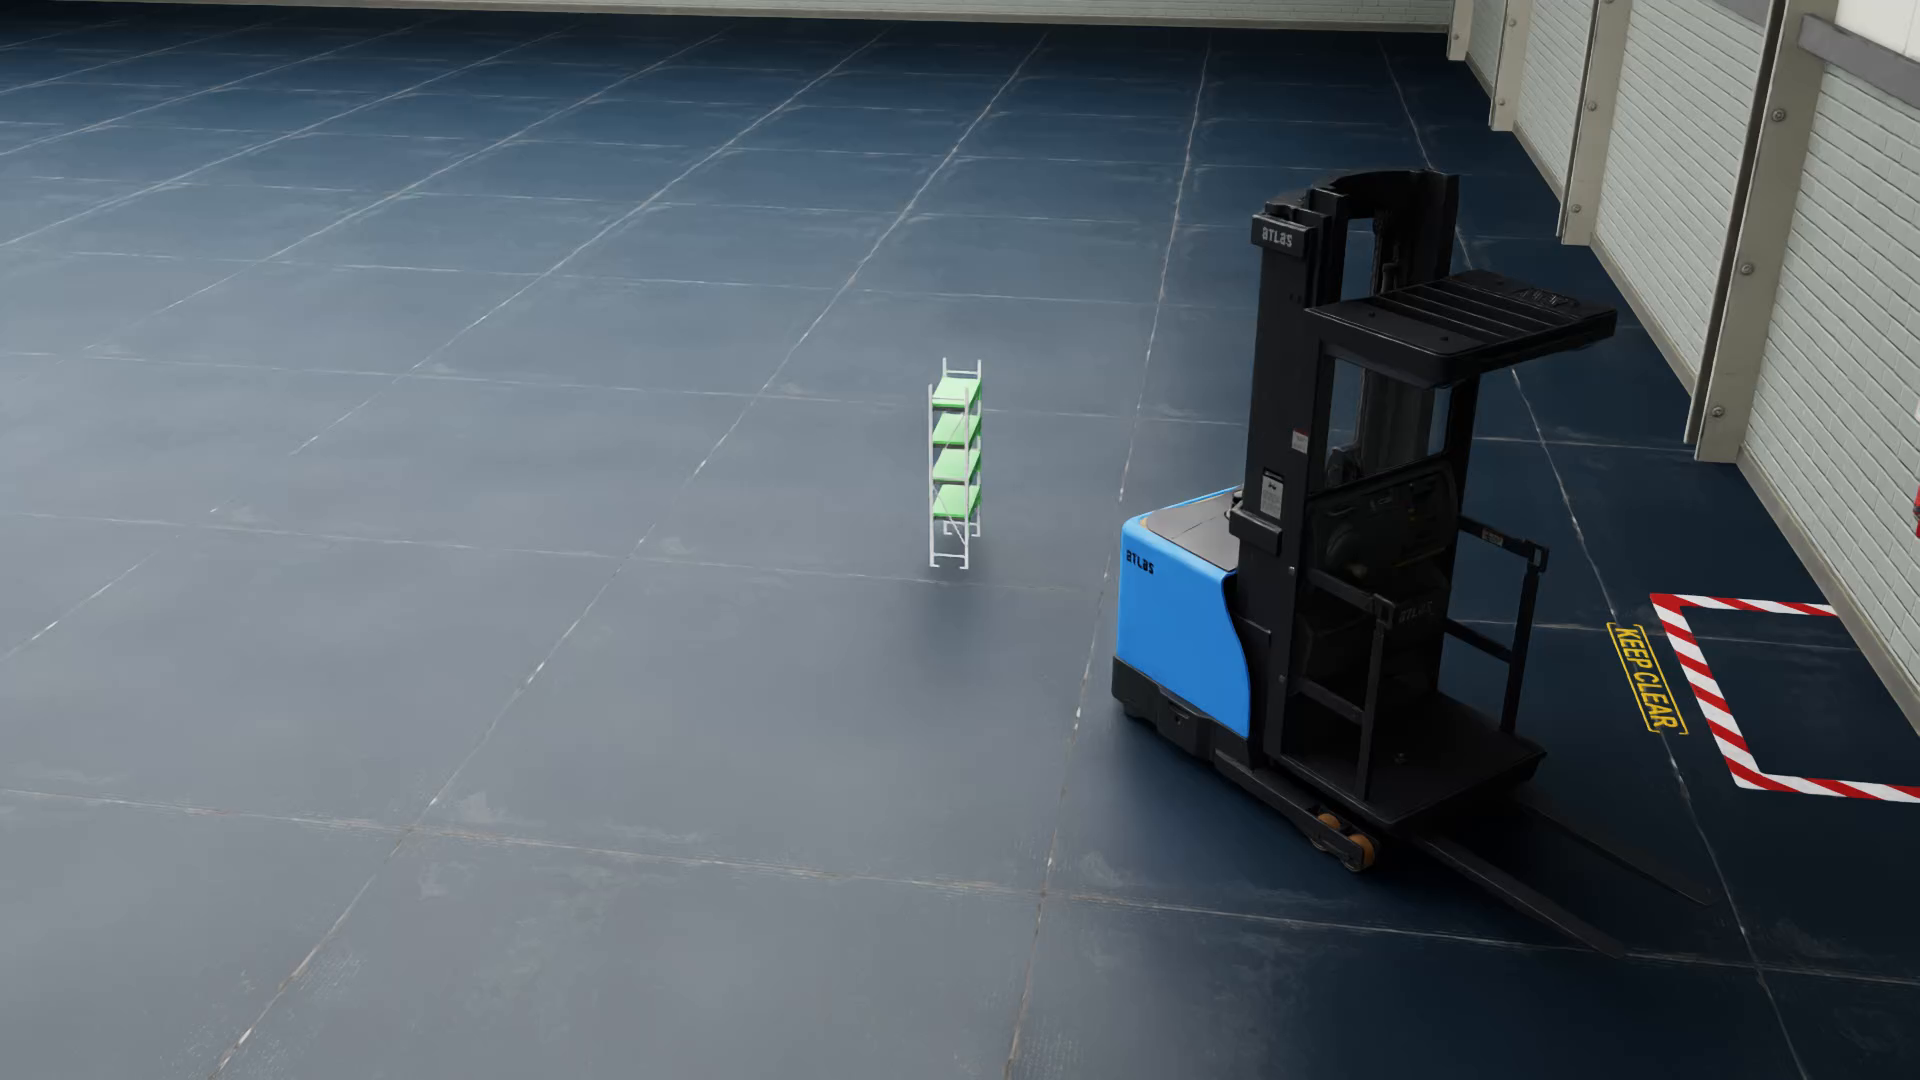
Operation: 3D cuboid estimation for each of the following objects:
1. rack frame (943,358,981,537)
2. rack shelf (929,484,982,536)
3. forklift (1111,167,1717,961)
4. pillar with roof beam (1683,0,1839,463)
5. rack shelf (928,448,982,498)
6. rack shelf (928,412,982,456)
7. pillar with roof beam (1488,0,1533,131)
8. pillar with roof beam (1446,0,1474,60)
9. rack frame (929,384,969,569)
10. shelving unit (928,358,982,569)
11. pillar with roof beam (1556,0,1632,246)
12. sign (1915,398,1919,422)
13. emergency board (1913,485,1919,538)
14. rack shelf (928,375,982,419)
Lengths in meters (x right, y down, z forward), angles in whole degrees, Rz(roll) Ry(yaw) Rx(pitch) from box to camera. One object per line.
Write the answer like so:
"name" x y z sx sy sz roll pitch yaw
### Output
"rack frame" 0.013 -0.576 10.566 0.240 1.200 0.015 4 25 9
"rack shelf" -0.027 -0.199 10.477 0.258 0.148 0.480 4 25 9
"forklift" 2.052 -0.058 7.416 1.130 2.935 3.031 -16 30 -31
"pillar with roof beam" 1.232 -5.016 10.851 9.100 9.000 0.400 4 25 9
"rack shelf" -0.027 -0.416 10.375 0.258 0.148 0.480 4 25 9
"rack shelf" -0.027 -0.634 10.273 0.258 0.148 0.480 4 25 9
"pillar with roof beam" 3.193 -10.035 21.573 9.100 9.000 0.400 4 25 9
"pillar with roof beam" 4.173 -12.544 26.934 9.100 9.000 0.400 4 25 9
"rack frame" -0.067 -0.372 10.130 0.240 1.200 0.015 4 25 9
"shelving unit" -0.027 -0.474 10.348 0.258 1.200 0.503 4 25 9
"pillar with roof beam" 2.212 -7.525 16.212 9.100 9.000 0.400 4 25 9
"sign" 5.132 -0.762 8.798 0.001 0.329 0.234 4 25 9
"emergency board" 4.940 -0.522 8.327 0.194 1.169 0.643 4 25 9
"rack shelf" -0.027 -0.851 10.171 0.258 0.148 0.480 4 25 9
